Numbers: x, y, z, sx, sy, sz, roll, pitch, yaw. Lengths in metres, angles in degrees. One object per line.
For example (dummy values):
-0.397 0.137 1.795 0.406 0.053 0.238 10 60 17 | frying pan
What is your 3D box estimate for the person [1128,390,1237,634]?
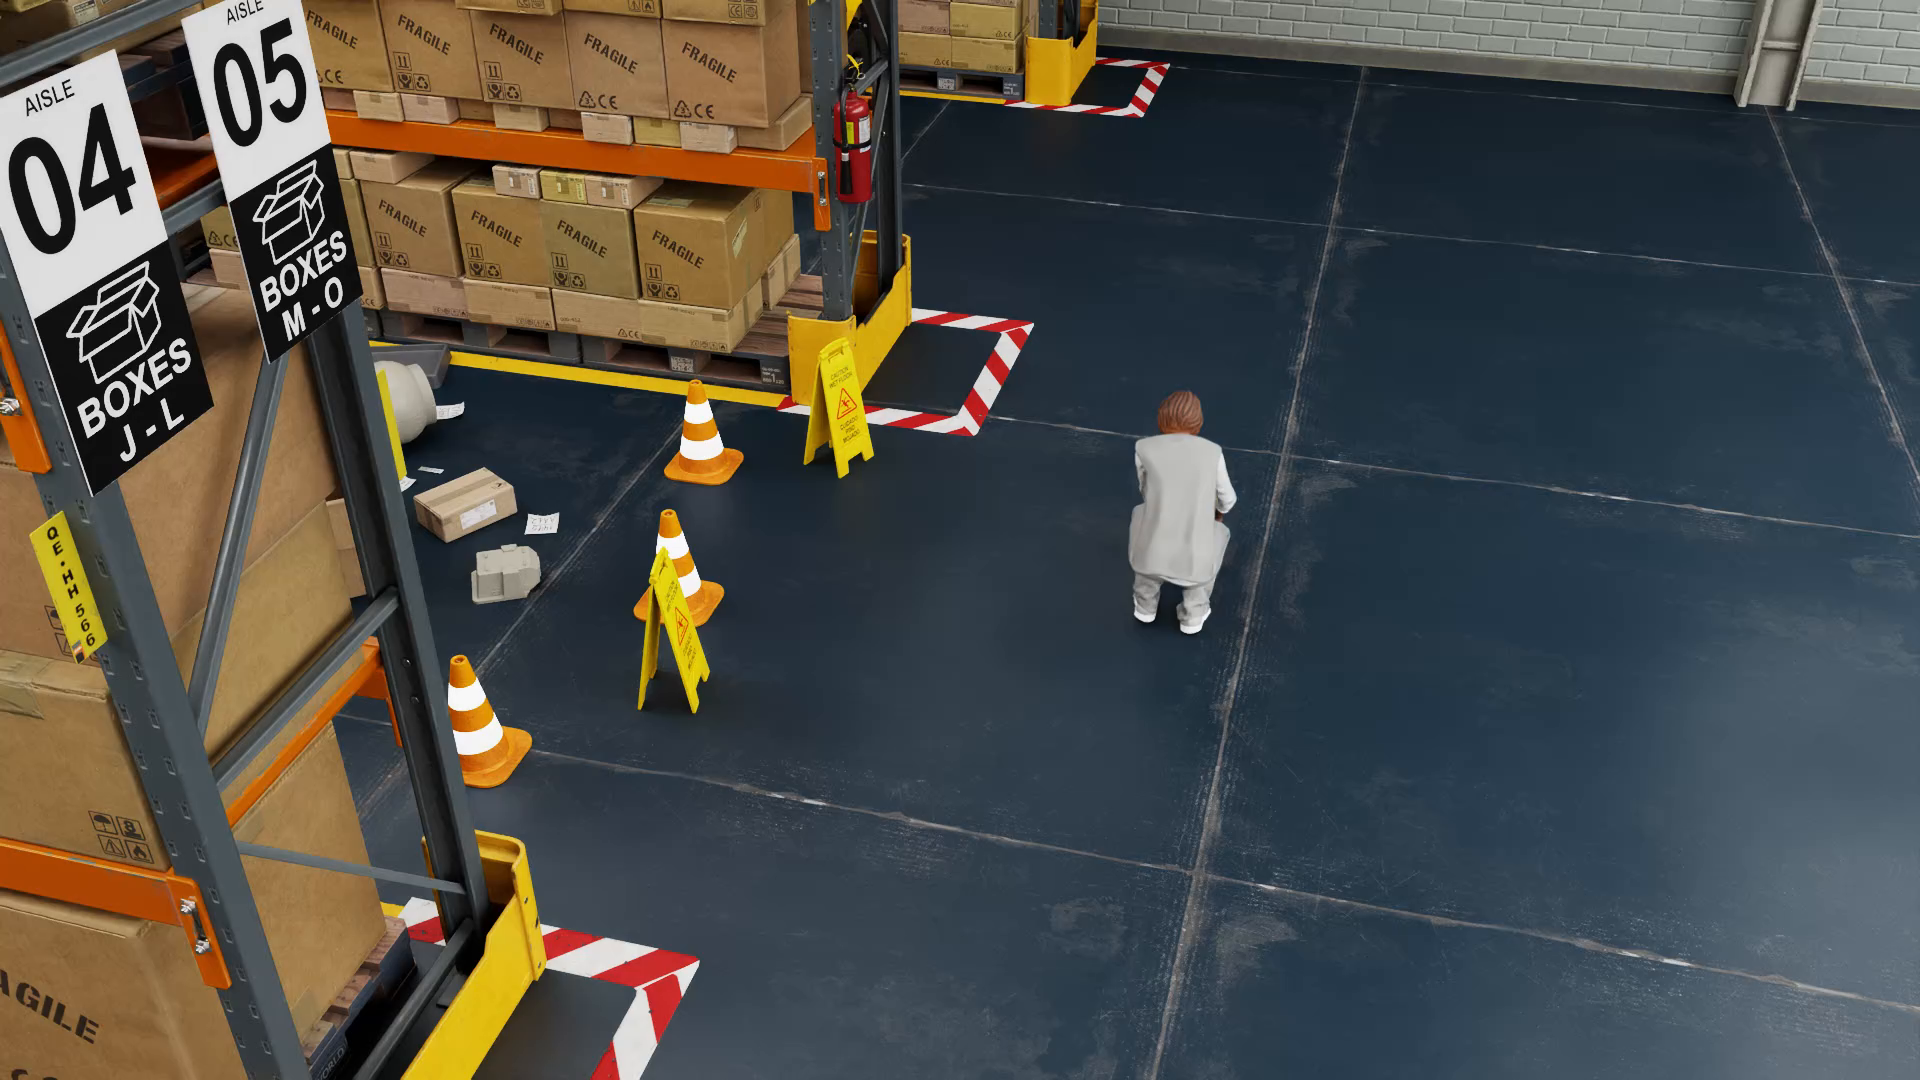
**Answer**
0.926 -0.115 6.984 0.432 0.884 0.817 8 34 12 | person
